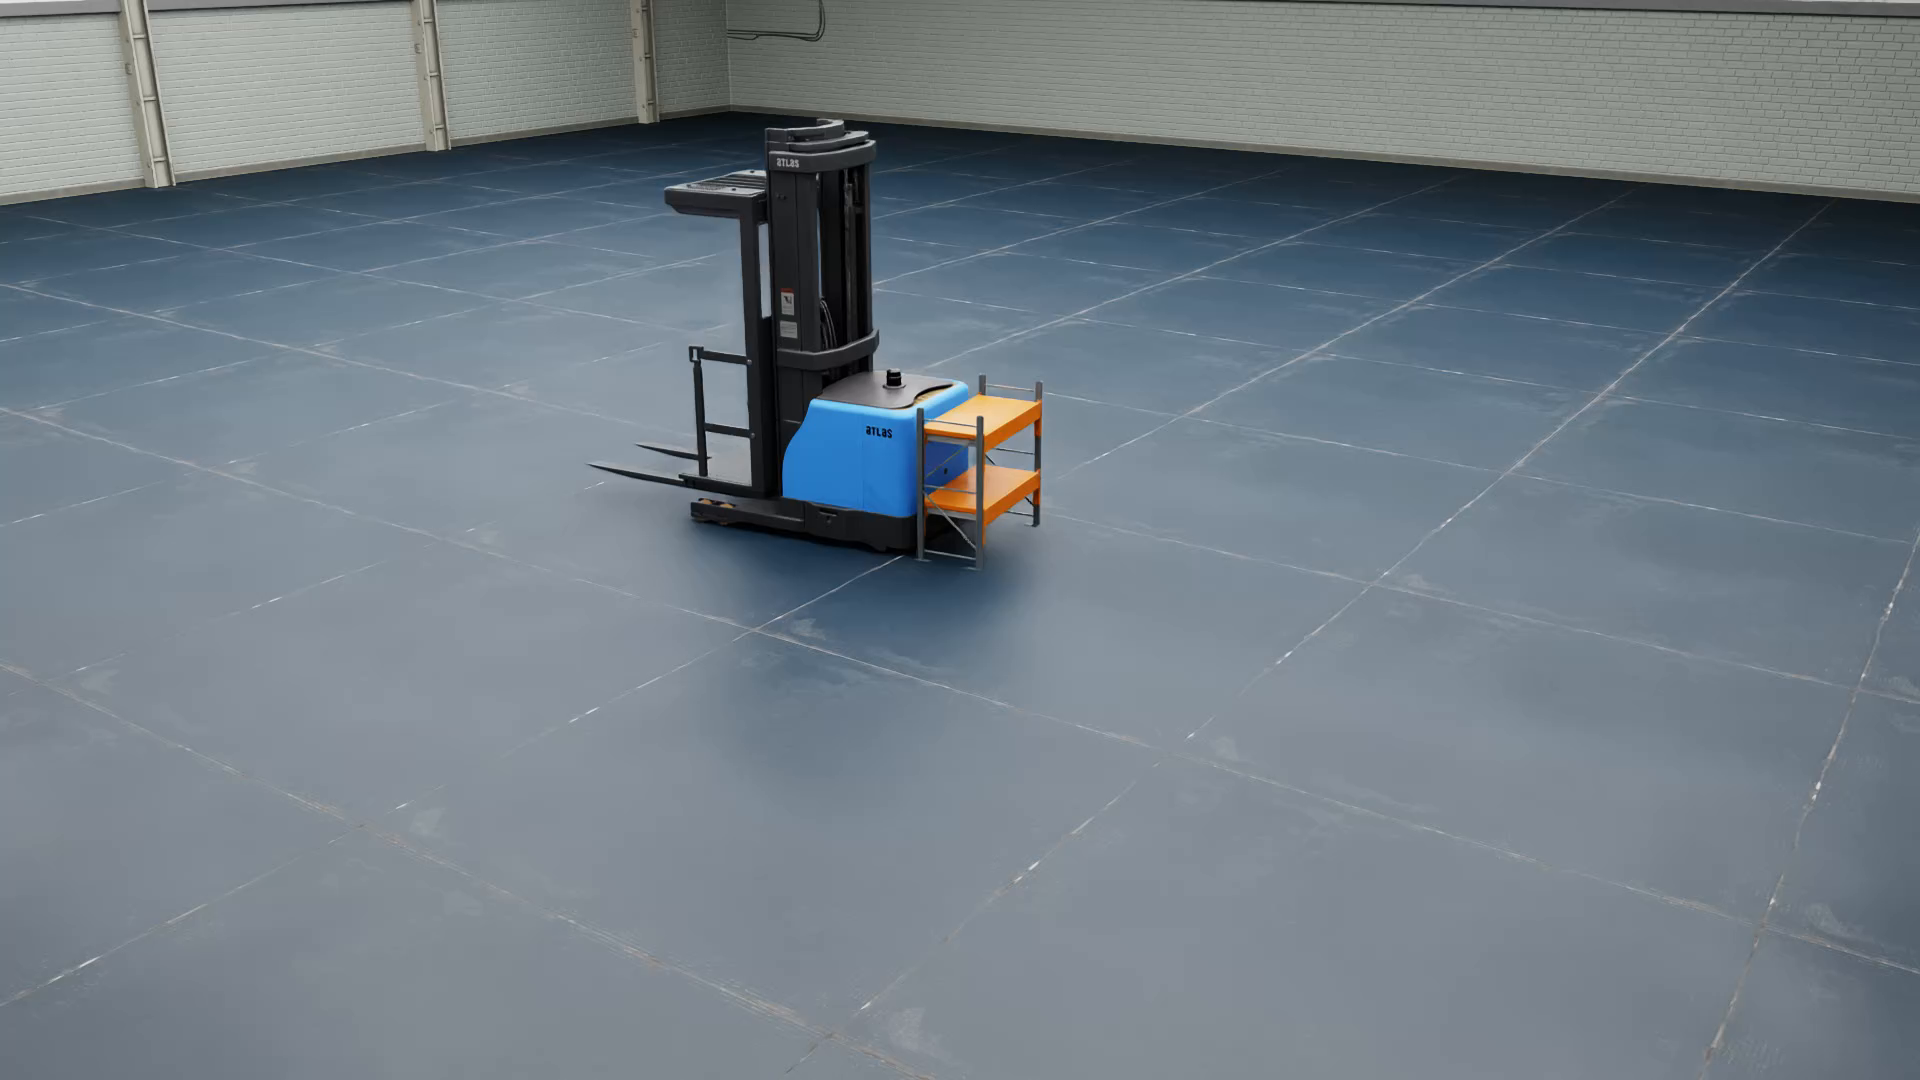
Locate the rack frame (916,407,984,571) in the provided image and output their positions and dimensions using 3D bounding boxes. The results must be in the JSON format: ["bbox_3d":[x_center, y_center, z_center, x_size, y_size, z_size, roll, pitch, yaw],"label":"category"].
[{"bbox_3d":[-0.069,-0.348,11.585,0.500,1.125,0.032,9,22,24],"label":"rack frame"}]

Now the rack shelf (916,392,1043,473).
[{"bbox_3d":[0.152,-0.782,11.913,0.538,0.278,1.000,9,22,24],"label":"rack shelf"}]

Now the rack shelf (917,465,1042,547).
[{"bbox_3d":[0.152,-0.278,12.100,0.538,0.278,1.000,9,22,24],"label":"rack shelf"}]

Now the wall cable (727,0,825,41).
[{"bbox_3d":[-4.404,-12.952,38.786,3.097,2.526,0.112,13,24,32],"label":"wall cable"}]

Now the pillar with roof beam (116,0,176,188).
[{"bbox_3d":[-10.339,-9.539,25.081,9.100,9.000,0.400,13,24,32],"label":"pillar with roof beam"}]

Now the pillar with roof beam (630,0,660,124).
[{"bbox_3d":[-3.593,-12.982,34.389,9.100,9.000,0.400,13,24,32],"label":"pillar with roof beam"}]

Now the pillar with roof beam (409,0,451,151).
[{"bbox_3d":[-6.966,-11.260,29.735,9.100,9.000,0.400,13,24,32],"label":"pillar with roof beam"}]

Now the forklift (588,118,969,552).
[{"bbox_3d":[-1.471,-1.632,12.452,3.031,2.935,1.130,10,23,26],"label":"forklift"}]

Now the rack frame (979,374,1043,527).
[{"bbox_3d":[0.373,-0.666,12.444,0.500,1.125,0.032,9,22,24],"label":"rack frame"}]

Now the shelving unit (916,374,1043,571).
[{"bbox_3d":[0.152,-0.507,12.015,0.538,1.125,1.048,9,22,24],"label":"shelving unit"}]
